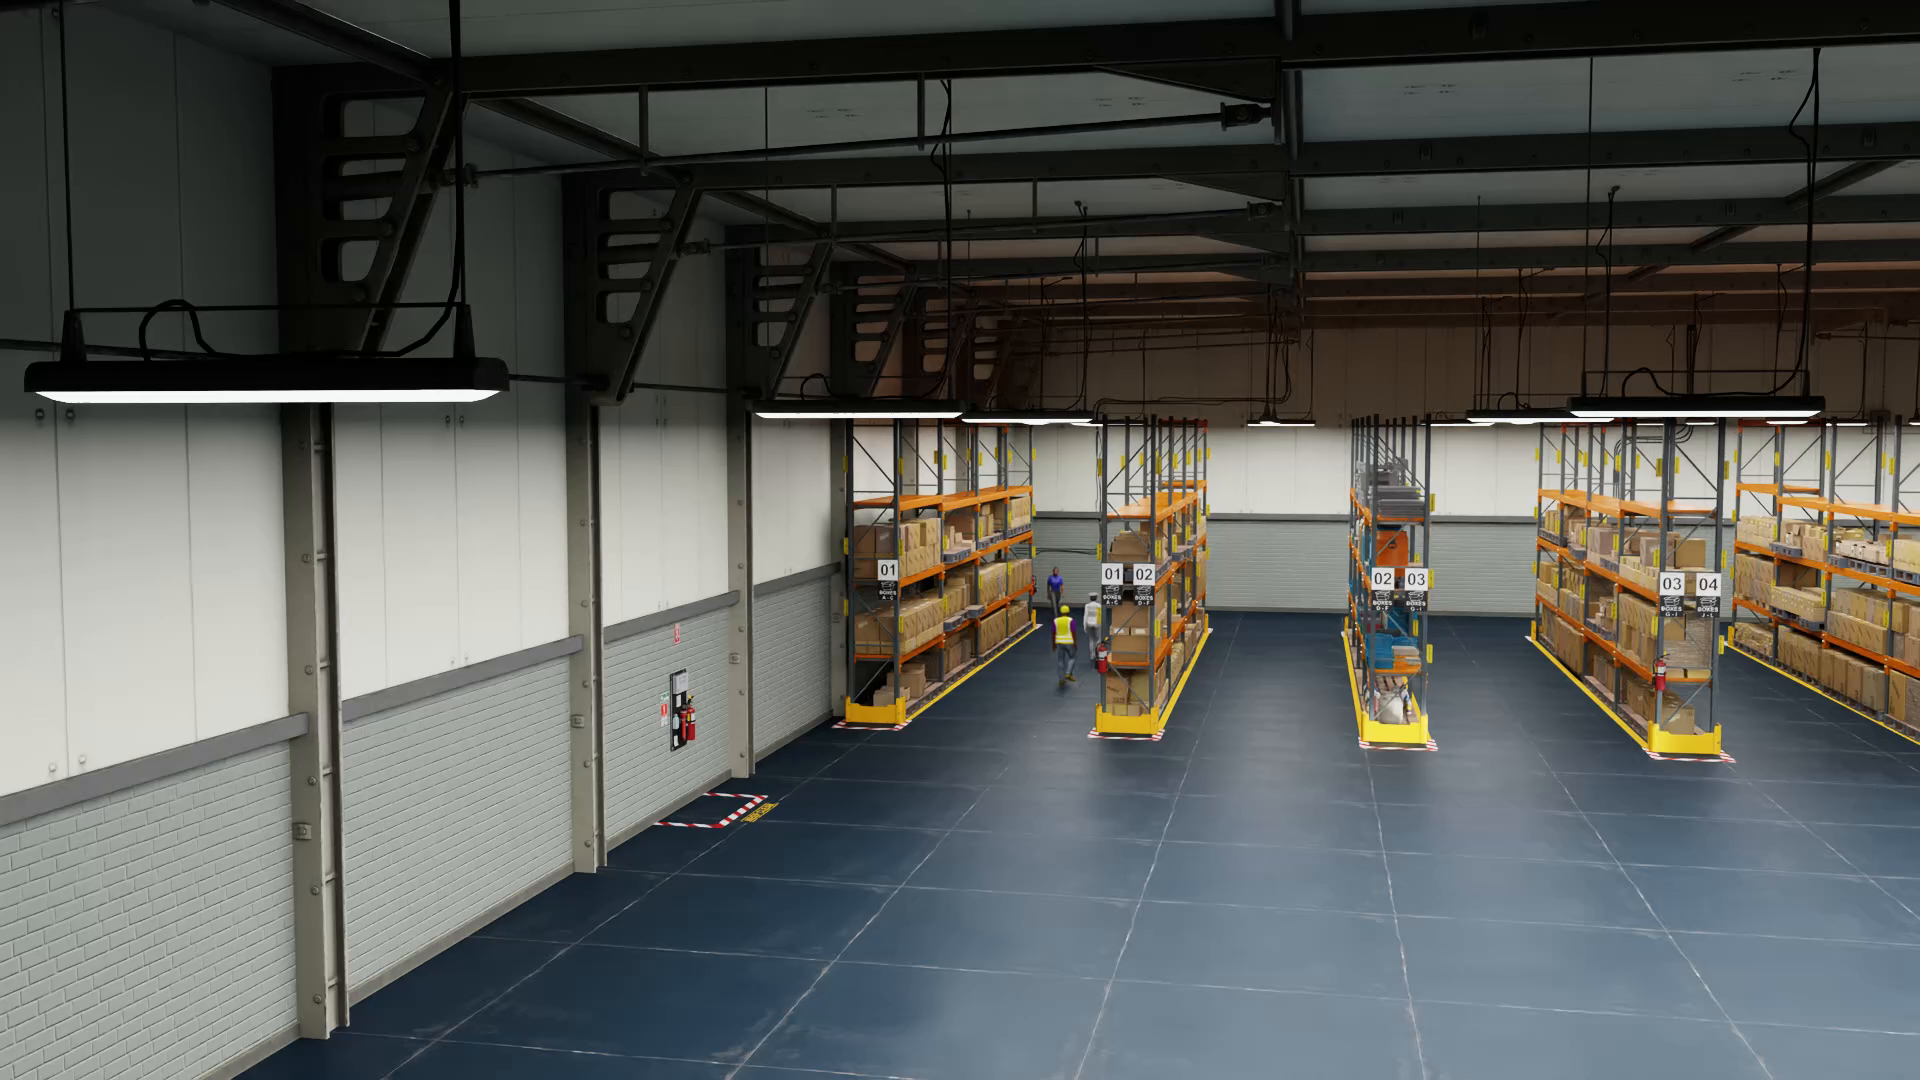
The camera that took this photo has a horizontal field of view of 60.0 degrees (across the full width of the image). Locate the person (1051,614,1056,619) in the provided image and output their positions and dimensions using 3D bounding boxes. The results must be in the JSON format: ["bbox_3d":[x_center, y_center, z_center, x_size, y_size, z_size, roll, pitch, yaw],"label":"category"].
[{"bbox_3d":[2.842,2.259,49.612,0.320,0.267,1.082,-1,4,-16],"label":"person"}]

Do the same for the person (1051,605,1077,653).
[{"bbox_3d":[2.371,2.003,37.413,0.611,1.080,0.295,1,4,21],"label":"person"}]

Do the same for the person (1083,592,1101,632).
[{"bbox_3d":[3.330,1.804,41.379,0.503,1.008,0.281,1,4,12],"label":"person"}]
